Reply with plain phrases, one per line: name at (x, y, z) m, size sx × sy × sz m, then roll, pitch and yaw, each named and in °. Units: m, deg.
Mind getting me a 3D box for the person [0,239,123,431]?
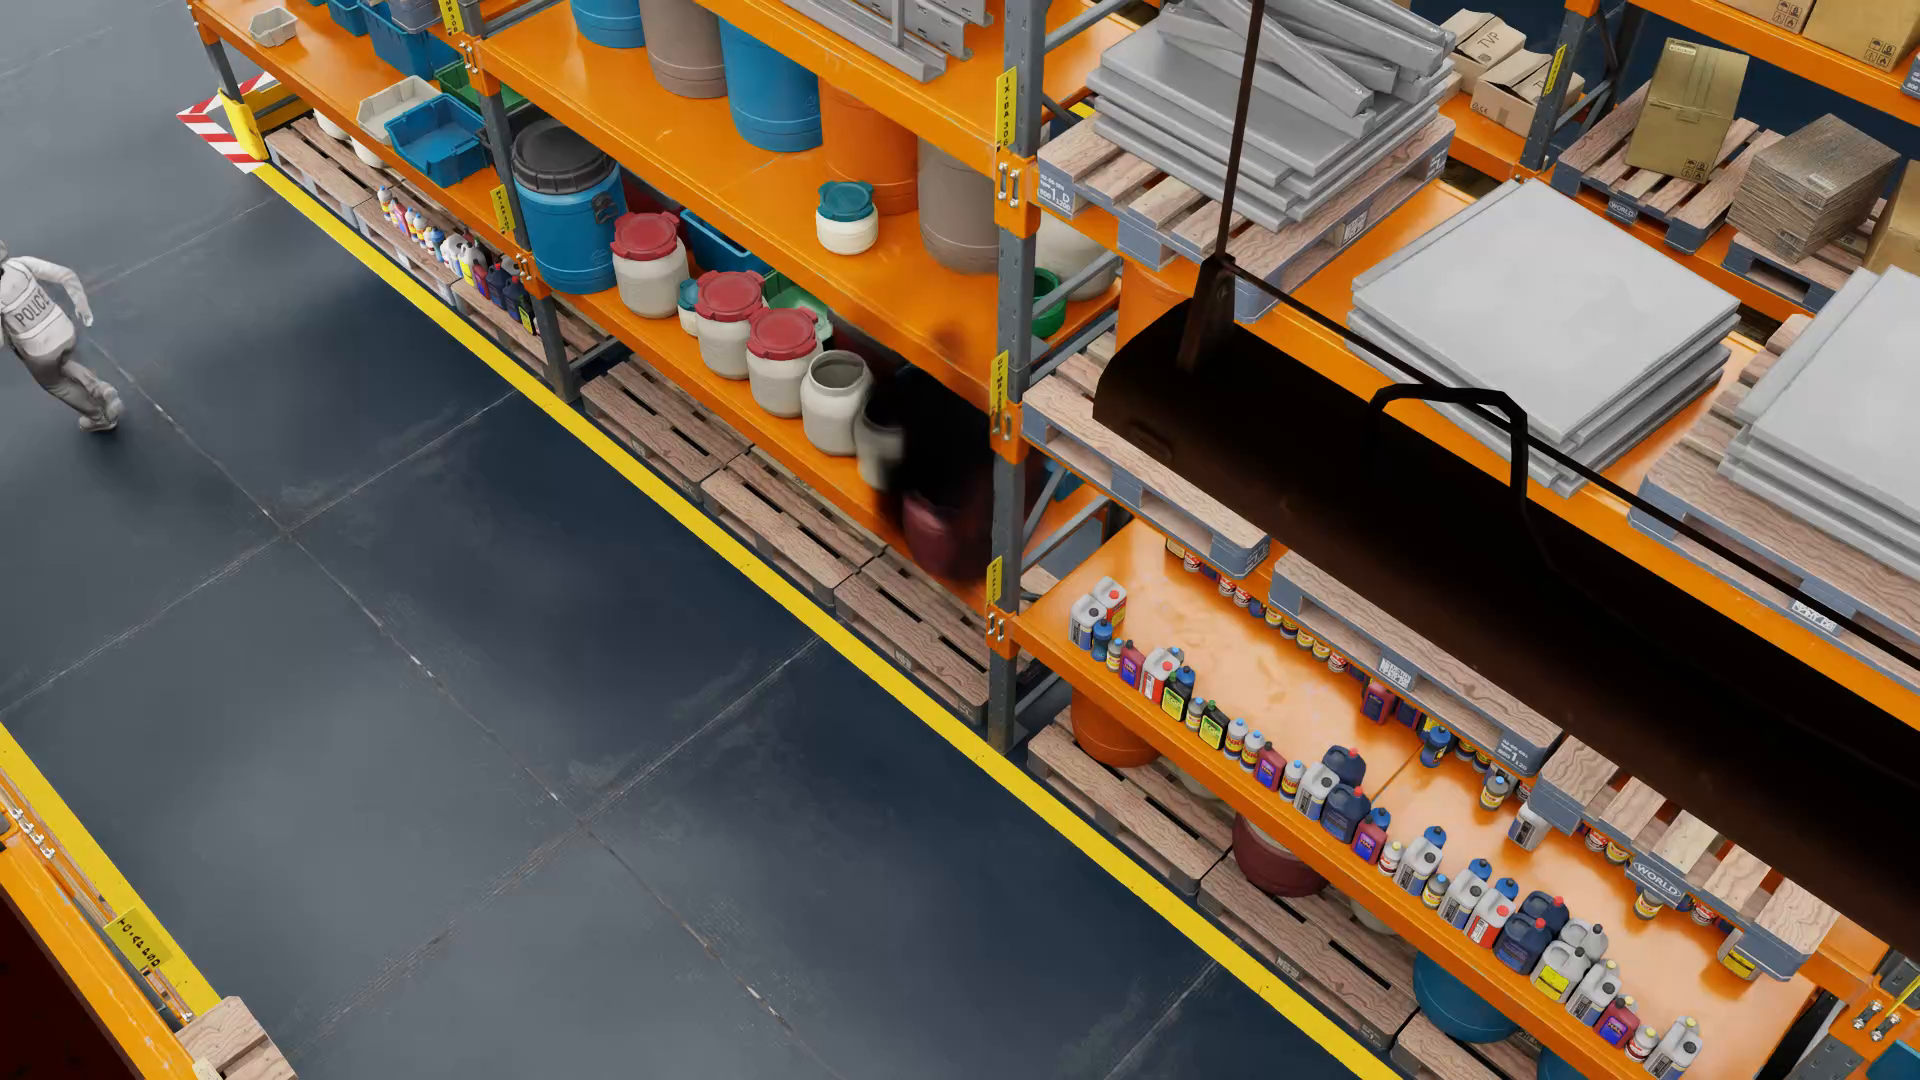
person at (-5.721, -1.254, 10.398) m, size 0.641 × 1.646 × 0.653 m, roll 19°, pitch 53°, yaw 16°
